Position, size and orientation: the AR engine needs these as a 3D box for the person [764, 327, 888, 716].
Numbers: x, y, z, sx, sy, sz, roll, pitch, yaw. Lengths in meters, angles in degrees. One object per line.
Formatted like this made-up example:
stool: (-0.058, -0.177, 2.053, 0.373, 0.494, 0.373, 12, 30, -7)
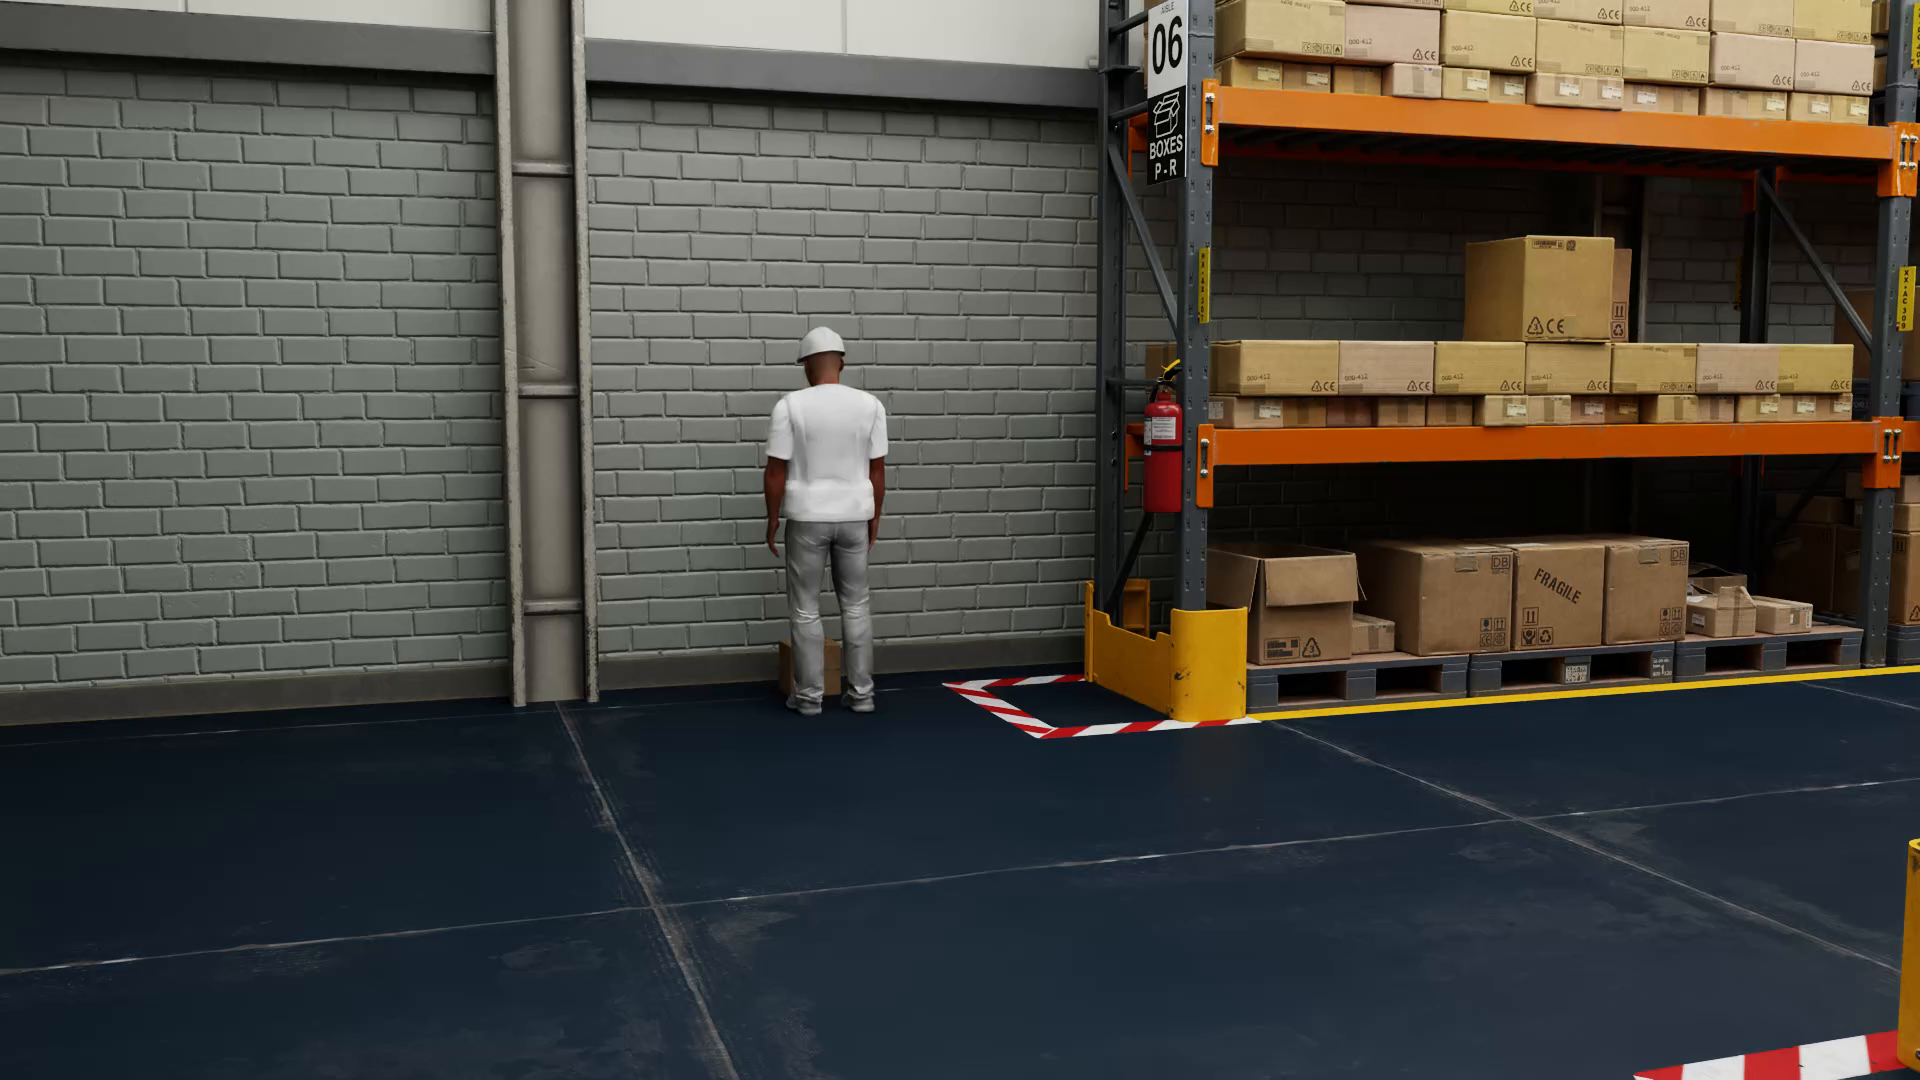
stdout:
person: (-0.618, -0.087, 7.618, 0.566, 1.766, 0.362, -2, 6, -18)
